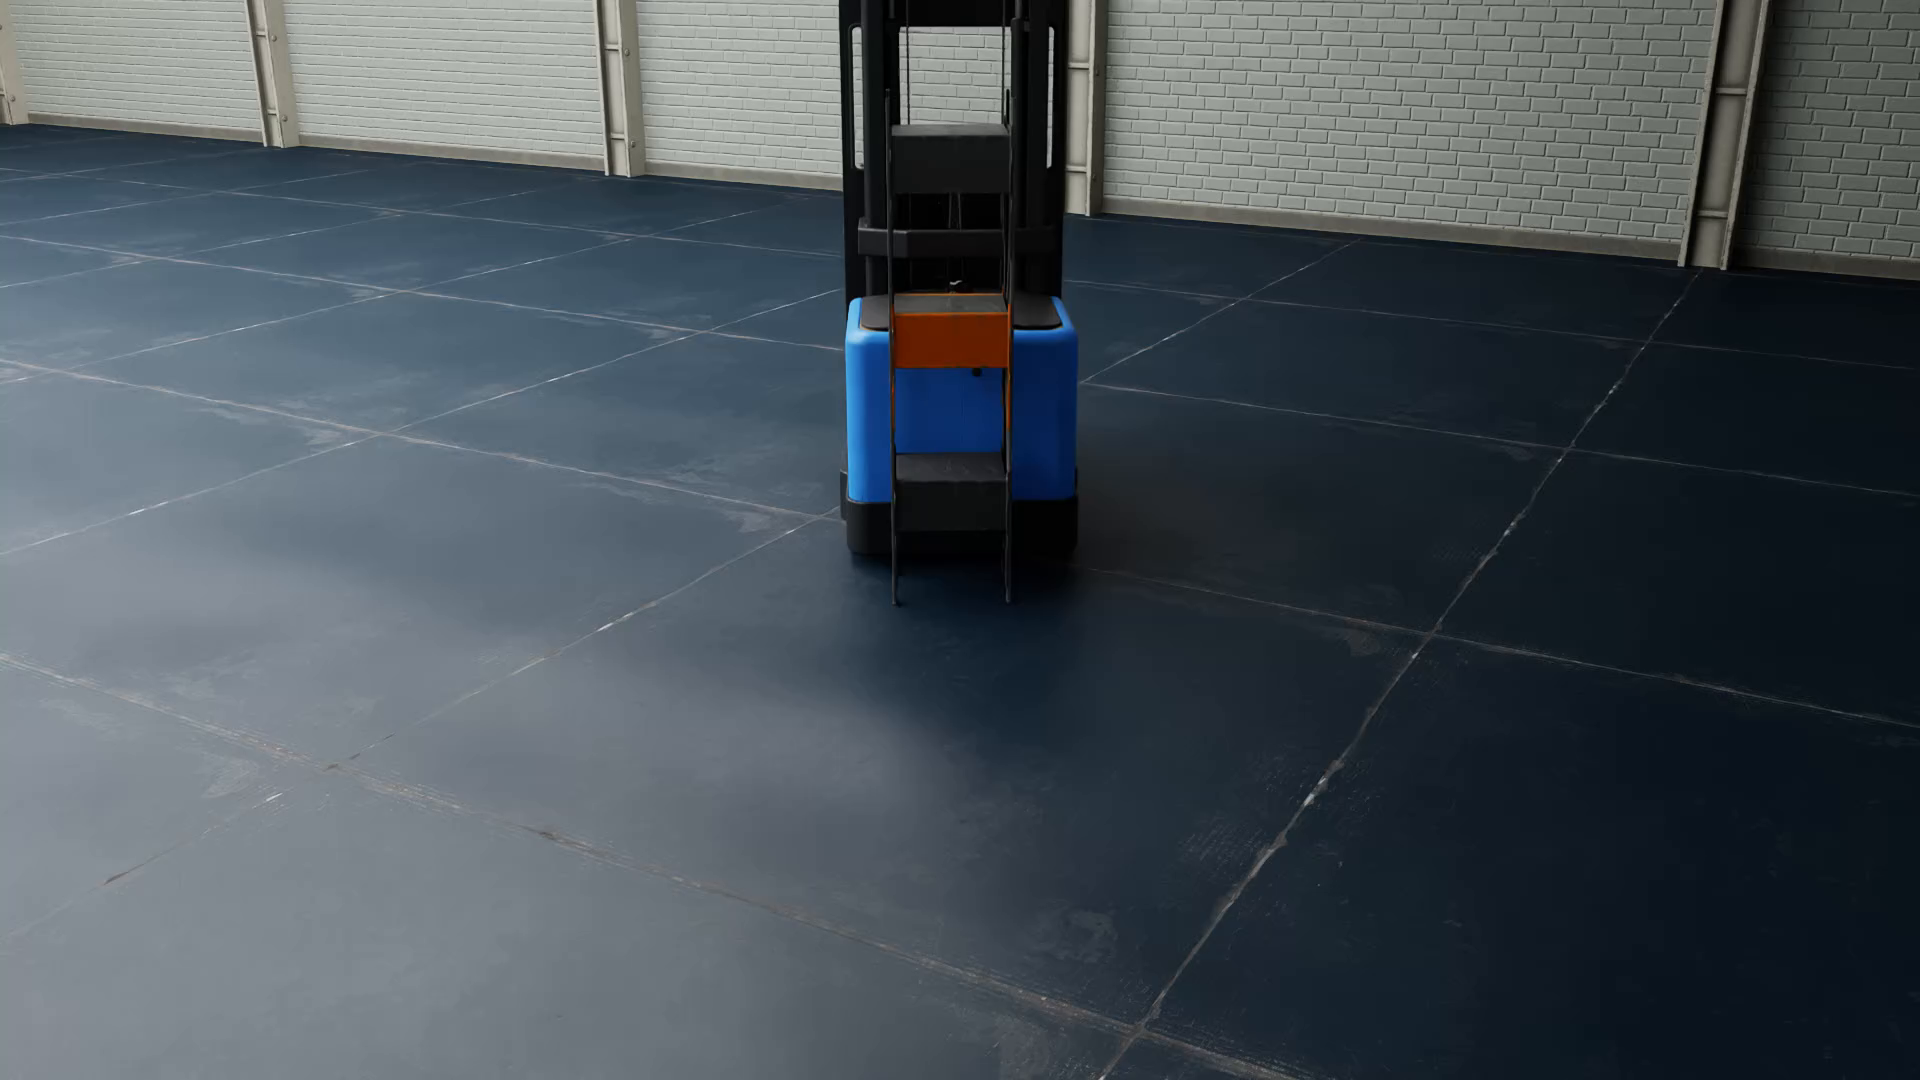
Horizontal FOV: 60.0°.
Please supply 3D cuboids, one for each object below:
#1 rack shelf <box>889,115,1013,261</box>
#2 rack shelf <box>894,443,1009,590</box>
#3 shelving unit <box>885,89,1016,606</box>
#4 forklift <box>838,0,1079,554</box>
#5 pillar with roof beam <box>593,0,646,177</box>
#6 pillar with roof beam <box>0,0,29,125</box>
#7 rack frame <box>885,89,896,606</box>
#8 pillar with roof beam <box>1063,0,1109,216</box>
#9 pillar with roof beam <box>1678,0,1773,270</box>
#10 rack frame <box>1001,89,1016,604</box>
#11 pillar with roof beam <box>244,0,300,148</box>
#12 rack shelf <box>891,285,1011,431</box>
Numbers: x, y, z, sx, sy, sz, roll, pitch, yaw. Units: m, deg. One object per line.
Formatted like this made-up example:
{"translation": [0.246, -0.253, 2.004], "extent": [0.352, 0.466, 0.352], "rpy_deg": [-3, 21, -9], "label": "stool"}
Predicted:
{"translation": [-0.042, -1.422, 6.694], "extent": [0.480, 0.518, 0.431], "rpy_deg": [-1, 20, -2], "label": "rack shelf"}
{"translation": [-0.042, -0.106, 7.172], "extent": [0.480, 0.518, 0.431], "rpy_deg": [-1, 20, -2], "label": "rack shelf"}
{"translation": [-0.042, -0.777, 6.928], "extent": [0.503, 2.100, 0.431], "rpy_deg": [-1, 20, -2], "label": "shelving unit"}
{"translation": [-0.043, -1.769, 8.443], "extent": [1.130, 2.935, 3.031], "rpy_deg": [-1, 20, -2], "label": "forklift"}
{"translation": [-6.106, -7.333, 14.885], "extent": [0.400, 9.000, 9.100], "rpy_deg": [11, 23, 27], "label": "pillar with roof beam"}
{"translation": [-16.583, -9.329, 20.386], "extent": [0.400, 9.000, 9.100], "rpy_deg": [11, 23, 27], "label": "pillar with roof beam"}
{"translation": [-0.286, -0.774, 6.919], "extent": [0.015, 2.100, 0.400], "rpy_deg": [-1, 20, -2], "label": "rack frame"}
{"translation": [-0.868, -6.335, 12.134], "extent": [0.400, 9.000, 9.100], "rpy_deg": [11, 23, 27], "label": "pillar with roof beam"}
{"translation": [4.370, -5.338, 9.383], "extent": [0.400, 9.000, 9.100], "rpy_deg": [11, 23, 27], "label": "pillar with roof beam"}
{"translation": [0.202, -0.780, 6.937], "extent": [0.015, 2.100, 0.400], "rpy_deg": [-1, 20, -2], "label": "rack frame"}
{"translation": [-11.345, -8.331, 17.636], "extent": [0.400, 9.000, 9.100], "rpy_deg": [11, 23, 27], "label": "pillar with roof beam"}
{"translation": [-0.042, -0.764, 6.933], "extent": [0.480, 0.518, 0.431], "rpy_deg": [-1, 20, -2], "label": "rack shelf"}
